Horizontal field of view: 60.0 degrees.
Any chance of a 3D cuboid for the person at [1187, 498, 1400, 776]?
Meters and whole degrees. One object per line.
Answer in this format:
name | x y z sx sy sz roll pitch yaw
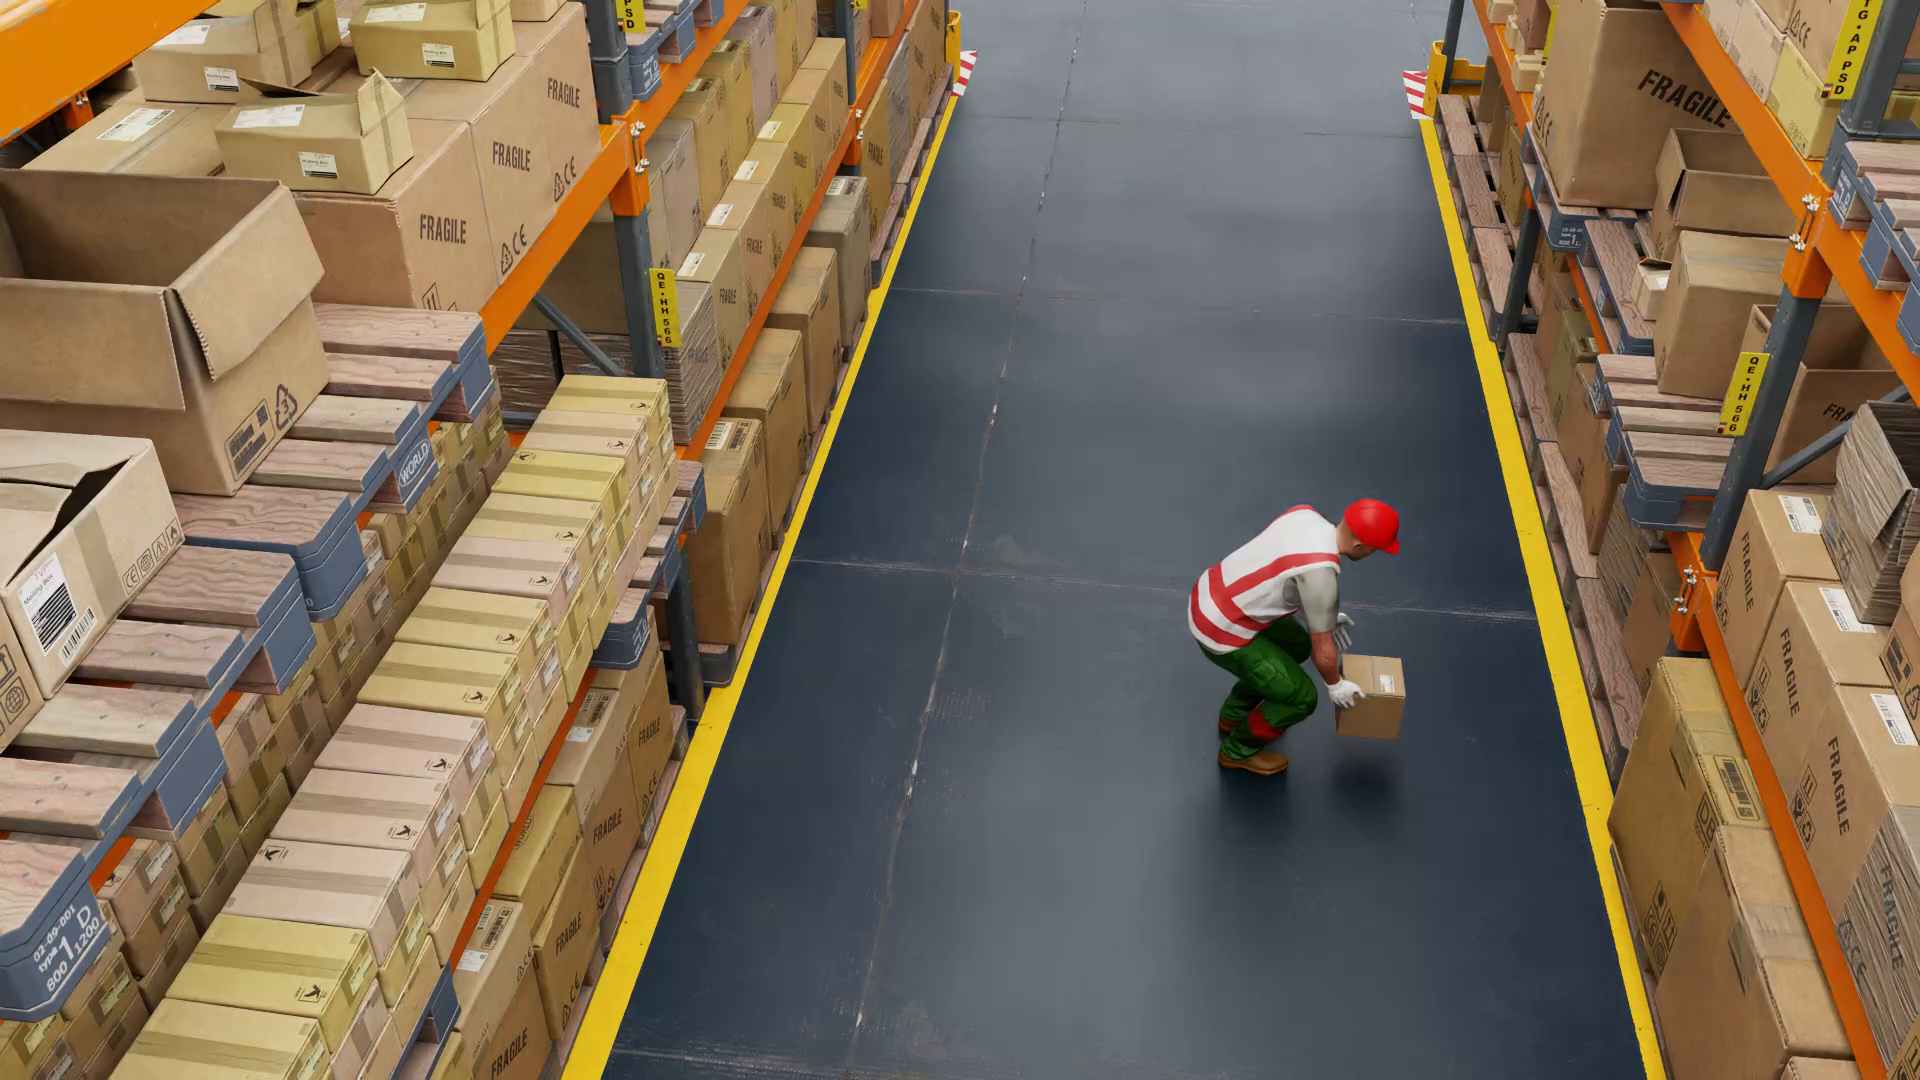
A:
person | 1.356 0.357 6.949 0.816 1.295 0.585 4 36 6
